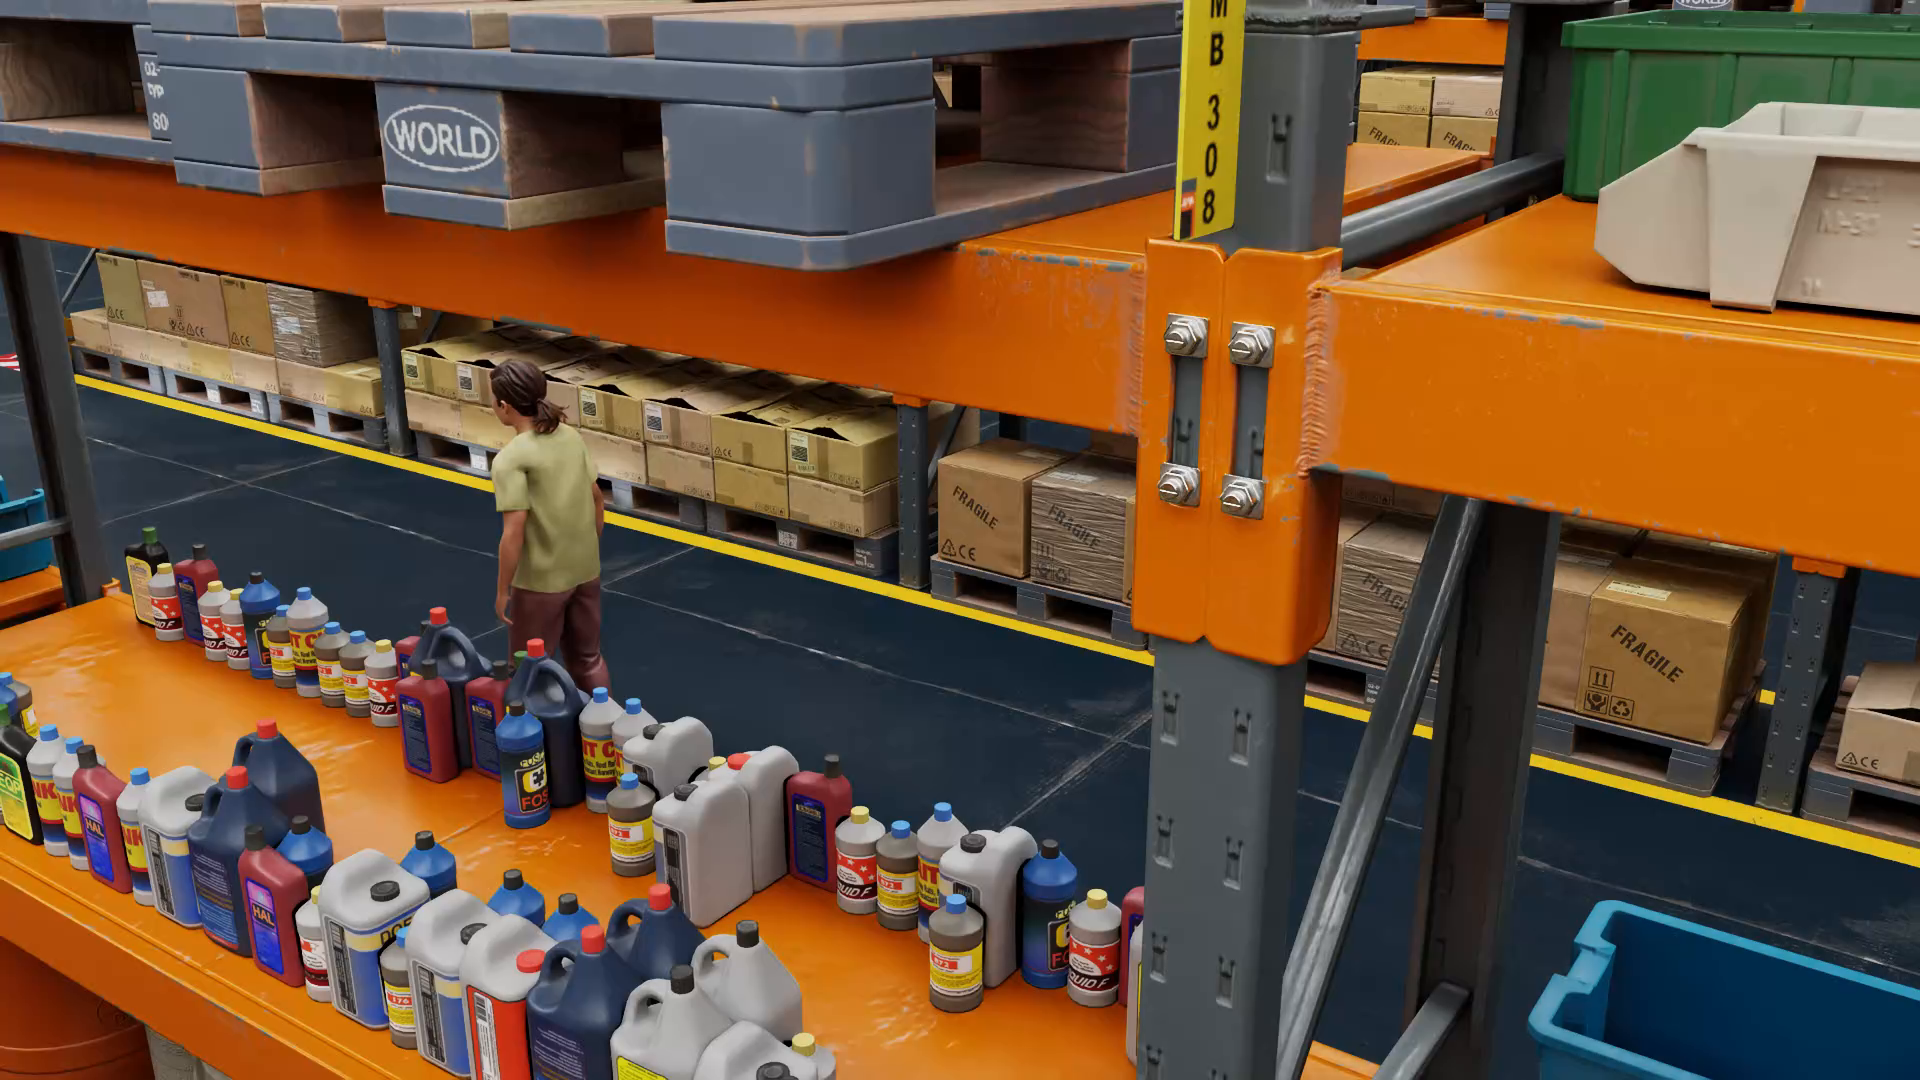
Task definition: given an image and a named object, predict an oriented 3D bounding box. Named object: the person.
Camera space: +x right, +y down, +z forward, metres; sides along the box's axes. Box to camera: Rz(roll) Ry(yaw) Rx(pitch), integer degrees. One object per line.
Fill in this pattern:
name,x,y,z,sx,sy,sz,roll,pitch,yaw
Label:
person,-1.551,0.140,6.187,0.393,1.673,0.514,12,23,30
